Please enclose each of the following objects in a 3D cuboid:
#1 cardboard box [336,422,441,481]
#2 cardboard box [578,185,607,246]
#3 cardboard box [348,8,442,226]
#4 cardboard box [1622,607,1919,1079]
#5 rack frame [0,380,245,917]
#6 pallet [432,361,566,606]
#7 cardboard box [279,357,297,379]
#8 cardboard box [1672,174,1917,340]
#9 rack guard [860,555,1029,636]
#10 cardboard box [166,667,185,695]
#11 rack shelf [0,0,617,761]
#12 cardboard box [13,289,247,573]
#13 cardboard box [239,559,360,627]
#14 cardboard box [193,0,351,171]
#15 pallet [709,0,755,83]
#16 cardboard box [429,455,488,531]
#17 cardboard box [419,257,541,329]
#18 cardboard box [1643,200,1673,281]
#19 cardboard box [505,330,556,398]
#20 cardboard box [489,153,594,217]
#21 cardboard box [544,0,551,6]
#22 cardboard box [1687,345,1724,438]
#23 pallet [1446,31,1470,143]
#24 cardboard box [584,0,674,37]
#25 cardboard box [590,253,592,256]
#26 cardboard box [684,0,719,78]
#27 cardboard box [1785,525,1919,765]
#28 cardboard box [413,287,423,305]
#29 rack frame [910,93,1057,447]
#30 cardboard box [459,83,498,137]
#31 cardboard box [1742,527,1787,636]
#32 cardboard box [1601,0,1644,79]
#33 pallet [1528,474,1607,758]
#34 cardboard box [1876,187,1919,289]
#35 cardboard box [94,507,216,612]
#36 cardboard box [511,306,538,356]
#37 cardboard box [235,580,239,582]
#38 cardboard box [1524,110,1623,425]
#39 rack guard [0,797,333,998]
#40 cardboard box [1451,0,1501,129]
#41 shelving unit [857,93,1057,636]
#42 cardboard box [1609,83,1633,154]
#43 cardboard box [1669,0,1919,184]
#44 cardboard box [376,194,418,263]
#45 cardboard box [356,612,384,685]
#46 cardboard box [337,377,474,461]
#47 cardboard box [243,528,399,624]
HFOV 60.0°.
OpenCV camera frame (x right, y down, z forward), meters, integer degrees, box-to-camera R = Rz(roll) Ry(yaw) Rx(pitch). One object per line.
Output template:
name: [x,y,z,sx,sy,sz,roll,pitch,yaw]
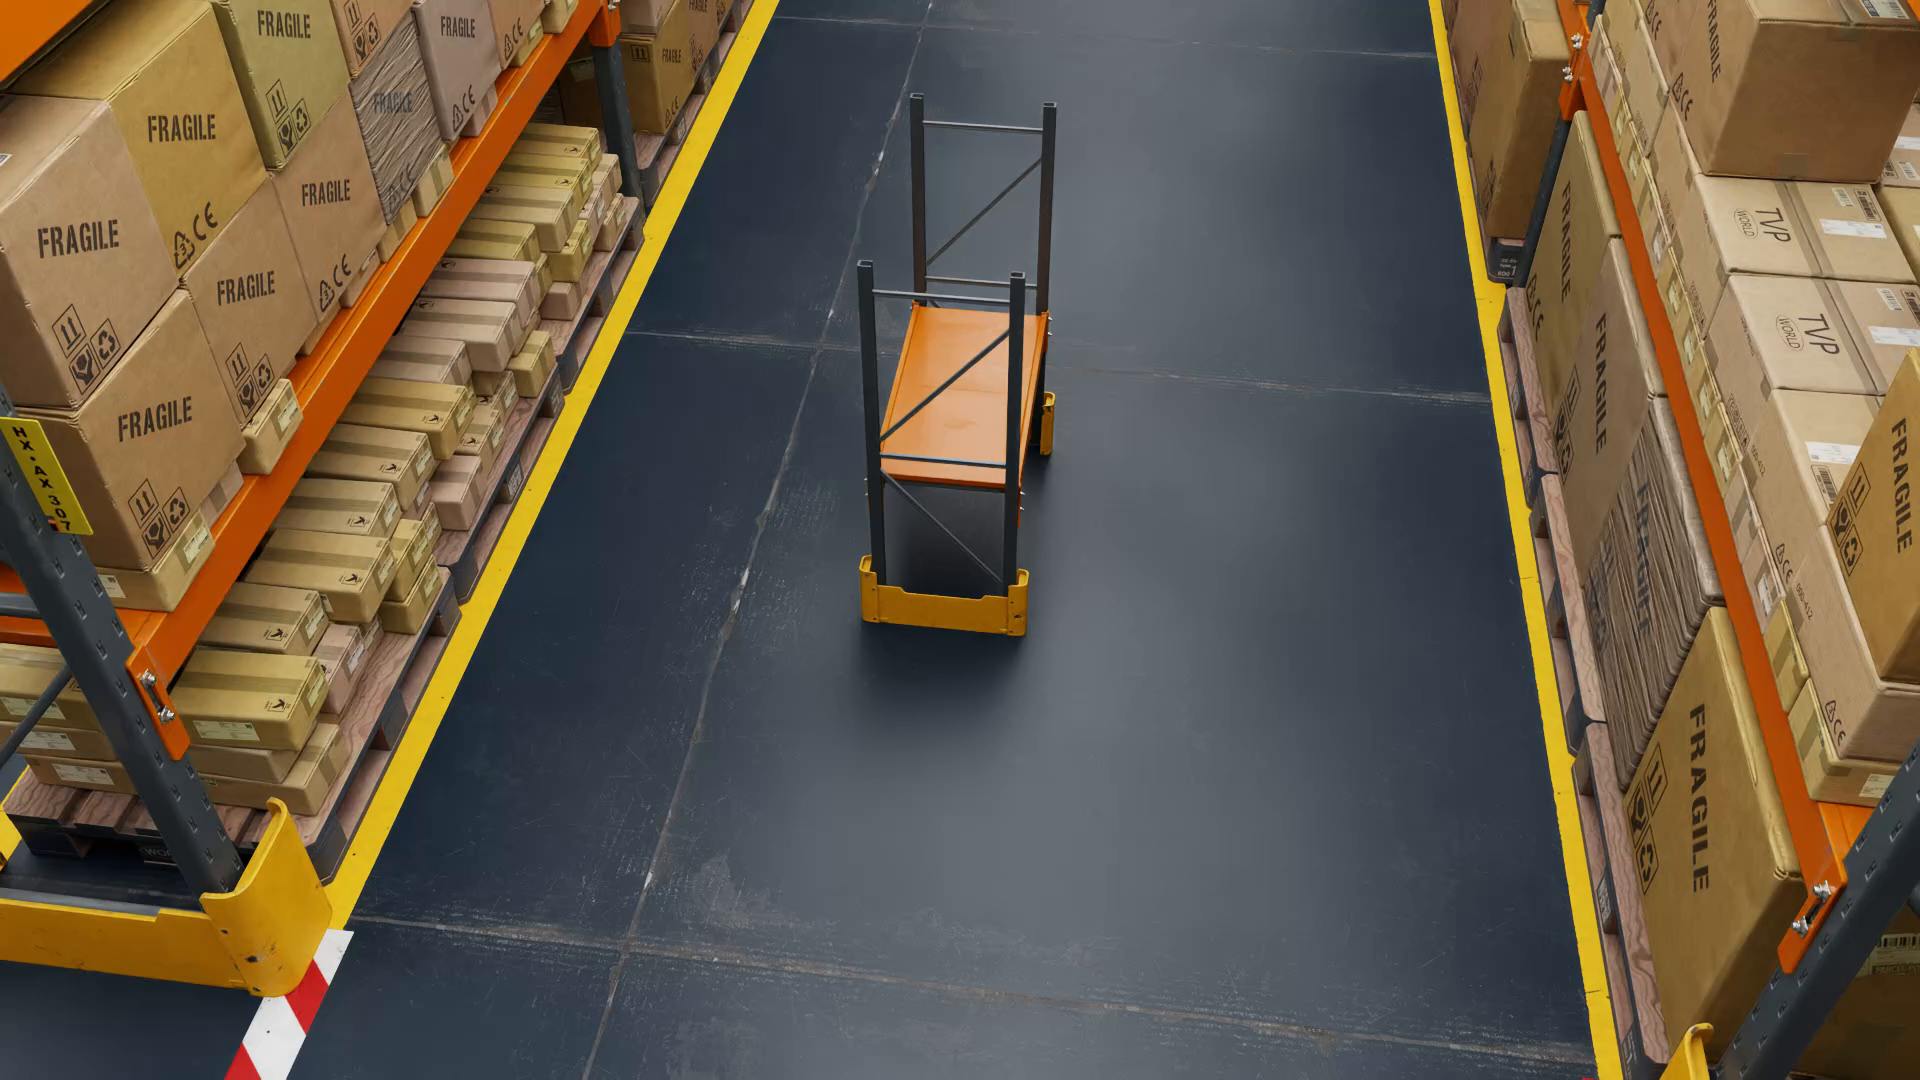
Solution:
cardboard box: [-2.072,-0.328,5.966,0.380,0.149,0.250,7,44,8]
cardboard box: [-1.730,-1.392,7.090,0.380,0.149,0.250,3,44,4]
cardboard box: [-1.992,-1.342,5.197,0.500,0.500,0.500,4,44,4]
cardboard box: [2.399,0.826,4.436,0.875,0.875,0.875,5,44,6]
rack frame: [-2.509,0.131,3.930,1.000,3.000,0.127,5,44,6]
pallet: [-2.193,-0.288,6.401,1.003,0.211,1.213,5,44,6]
cardboard box: [-2.162,-0.514,4.794,0.380,0.149,0.250,7,44,7]
cardboard box: [2.394,-0.805,4.812,0.500,0.250,0.500,5,44,6]
rack guard: [-0.056,0.197,5.860,0.587,0.250,0.087,5,44,6]
cardboard box: [-2.635,0.346,5.254,0.380,0.149,0.250,4,44,5]
rack shelf: [-2.245,-0.971,5.617,1.077,0.370,4.000,5,44,6]
cardboard box: [-2.176,-0.294,4.090,0.500,0.500,0.500,7,44,7]
cardboard box: [-2.149,0.215,5.393,0.380,0.149,0.250,6,44,6]
cardboard box: [-2.036,-1.355,4.484,0.500,0.500,0.500,4,44,5]
pallet: [-1.720,-2.947,9.209,1.003,0.211,1.213,5,44,6]
cardboard box: [-1.942,-0.179,6.025,0.380,0.149,0.250,3,44,3]
cardboard box: [-1.846,-0.952,6.409,0.380,0.149,0.250,3,44,3]
cardboard box: [2.383,-0.930,5.233,0.380,0.149,0.250,6,44,6]
cardboard box: [-1.831,-0.709,6.585,0.380,0.149,0.250,5,44,5]
cardboard box: [-1.764,-1.485,6.972,0.380,0.149,0.250,6,44,6]
cardboard box: [-1.764,-2.384,6.297,0.500,0.500,0.500,5,44,6]
cardboard box: [2.282,-0.404,4.678,0.380,0.149,0.250,5,44,6]
pallet: [3.109,-2.430,8.662,1.003,0.211,1.213,5,44,6]
cardboard box: [-1.621,-2.592,7.773,0.500,0.250,0.500,3,44,4]
cardboard box: [-1.812,-1.245,7.151,0.380,0.149,0.250,6,44,7]
cardboard box: [-1.552,-2.680,8.412,0.500,0.500,0.500,7,44,7]
cardboard box: [2.195,0.242,3.705,0.500,0.250,0.500,5,44,5]
cardboard box: [-2.325,-1.069,6.749,0.380,0.149,0.250,3,44,3]
rack frame: [0.078,-0.949,6.162,0.500,1.500,0.032,5,44,6]
cardboard box: [-1.872,-1.565,5.904,0.380,0.149,0.250,4,44,4]
cardboard box: [2.182,0.120,4.124,0.380,0.149,0.250,5,44,6]
cardboard box: [2.601,-1.833,5.897,0.500,0.250,0.500,5,44,5]
pallet: [2.586,0.282,5.799,1.003,0.211,1.213,5,44,6]
cardboard box: [2.921,-0.759,4.762,0.500,0.250,0.500,4,44,5]
cardboard box: [-2.142,0.031,4.218,0.380,0.149,0.250,5,44,5]
cardboard box: [-1.893,-0.870,6.539,0.380,0.149,0.250,6,44,7]
cardboard box: [-2.573,0.110,5.721,0.380,0.149,0.250,6,44,6]
cardboard box: [2.756,-1.014,6.379,0.875,0.875,0.875,5,44,6]
rack guard: [-2.499,0.987,4.844,1.175,0.500,0.348,5,44,6]
cardboard box: [3.105,-2.504,7.952,1.225,0.875,0.875,4,44,4]
shelving unit: [0.010,-0.597,5.789,0.587,1.500,1.083,5,44,6]
cardboard box: [2.485,-1.454,5.787,0.380,0.149,0.250,7,44,7]
cardboard box: [2.469,-1.408,4.903,0.500,0.500,0.500,4,44,4]
cardboard box: [-1.986,-1.037,5.346,0.380,0.149,0.250,7,44,7]
cardboard box: [-2.143,0.330,5.488,0.380,0.149,0.250,6,44,6]
cardboard box: [-1.949,-0.428,5.855,0.380,0.149,0.250,6,44,6]
cardboard box: [-2.026,0.112,5.285,0.380,0.149,0.250,5,44,5]
